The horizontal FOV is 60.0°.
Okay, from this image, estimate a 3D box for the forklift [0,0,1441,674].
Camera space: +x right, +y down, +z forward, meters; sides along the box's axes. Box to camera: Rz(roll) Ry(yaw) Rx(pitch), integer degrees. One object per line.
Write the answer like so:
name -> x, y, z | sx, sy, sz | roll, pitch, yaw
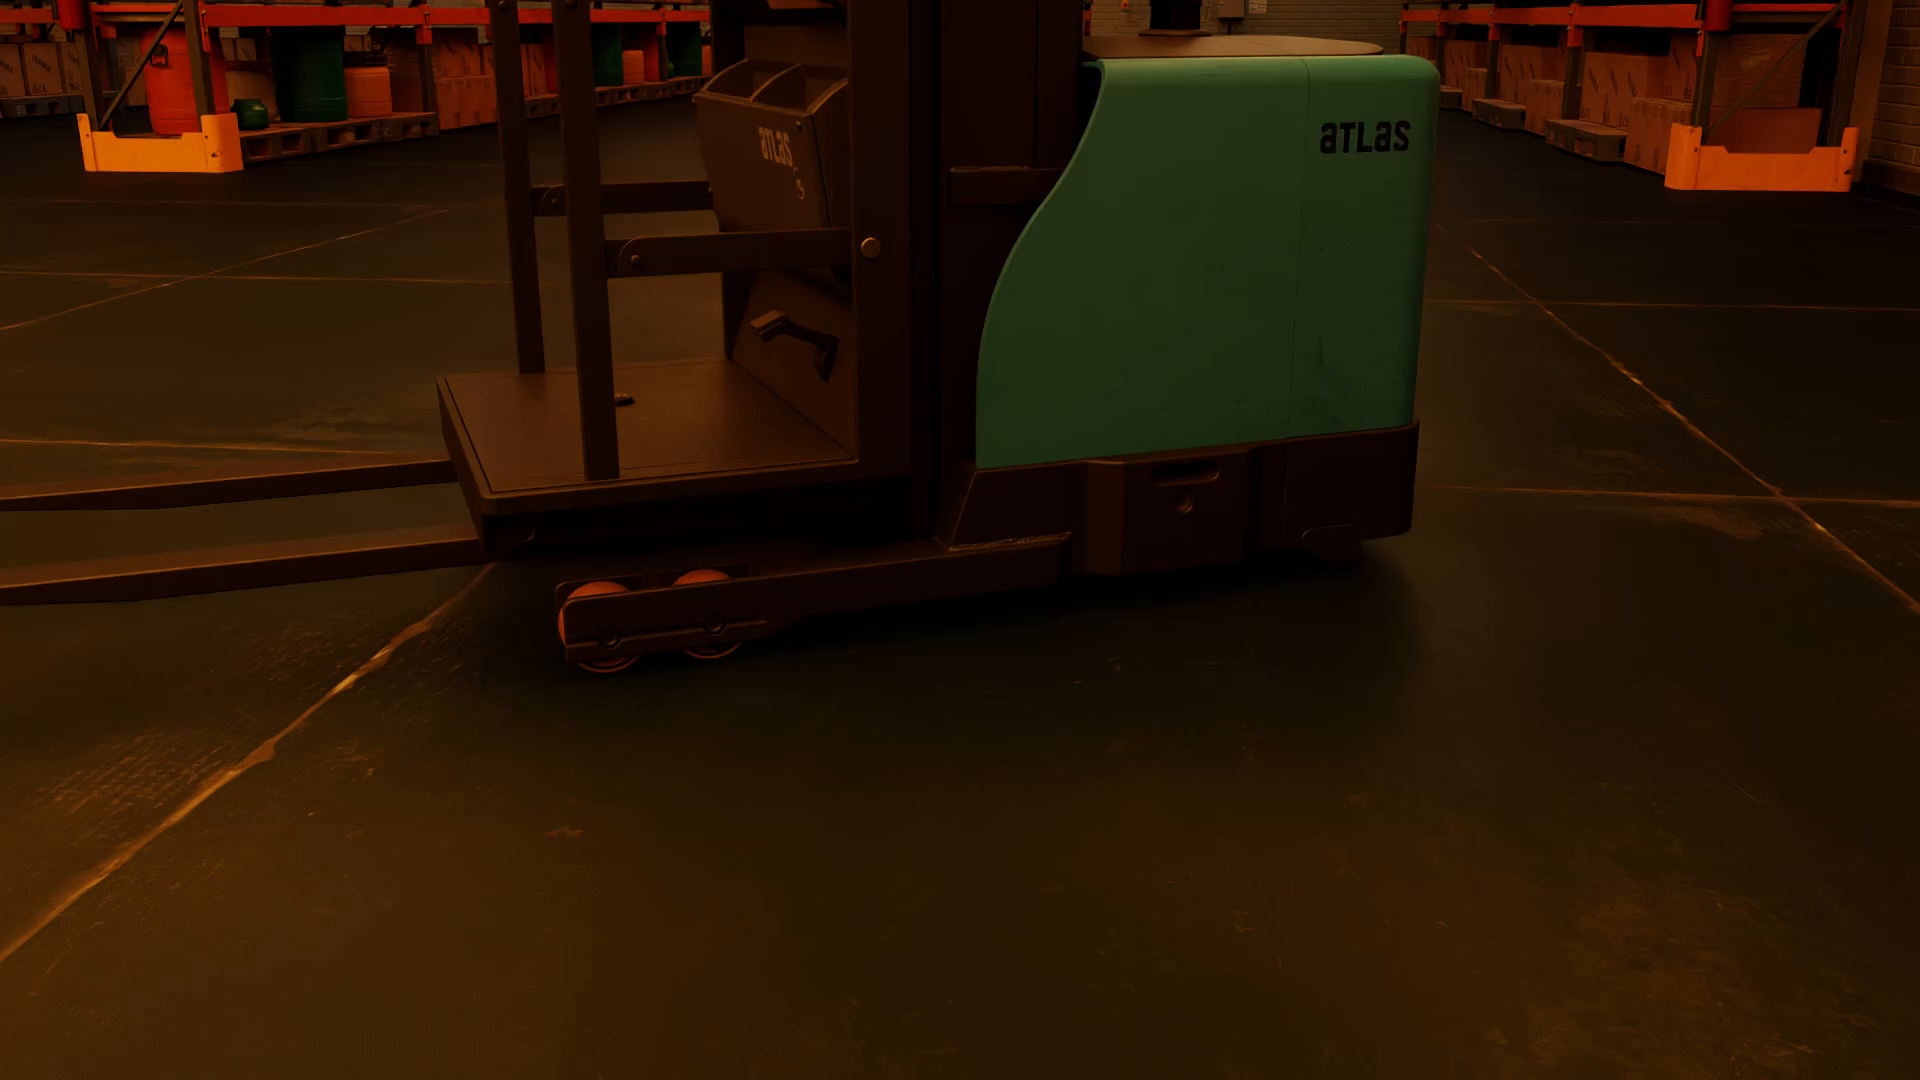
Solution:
forklift -> -0.570, -1.332, 3.178 | 3.031, 2.935, 1.130 | -7, 19, -20
